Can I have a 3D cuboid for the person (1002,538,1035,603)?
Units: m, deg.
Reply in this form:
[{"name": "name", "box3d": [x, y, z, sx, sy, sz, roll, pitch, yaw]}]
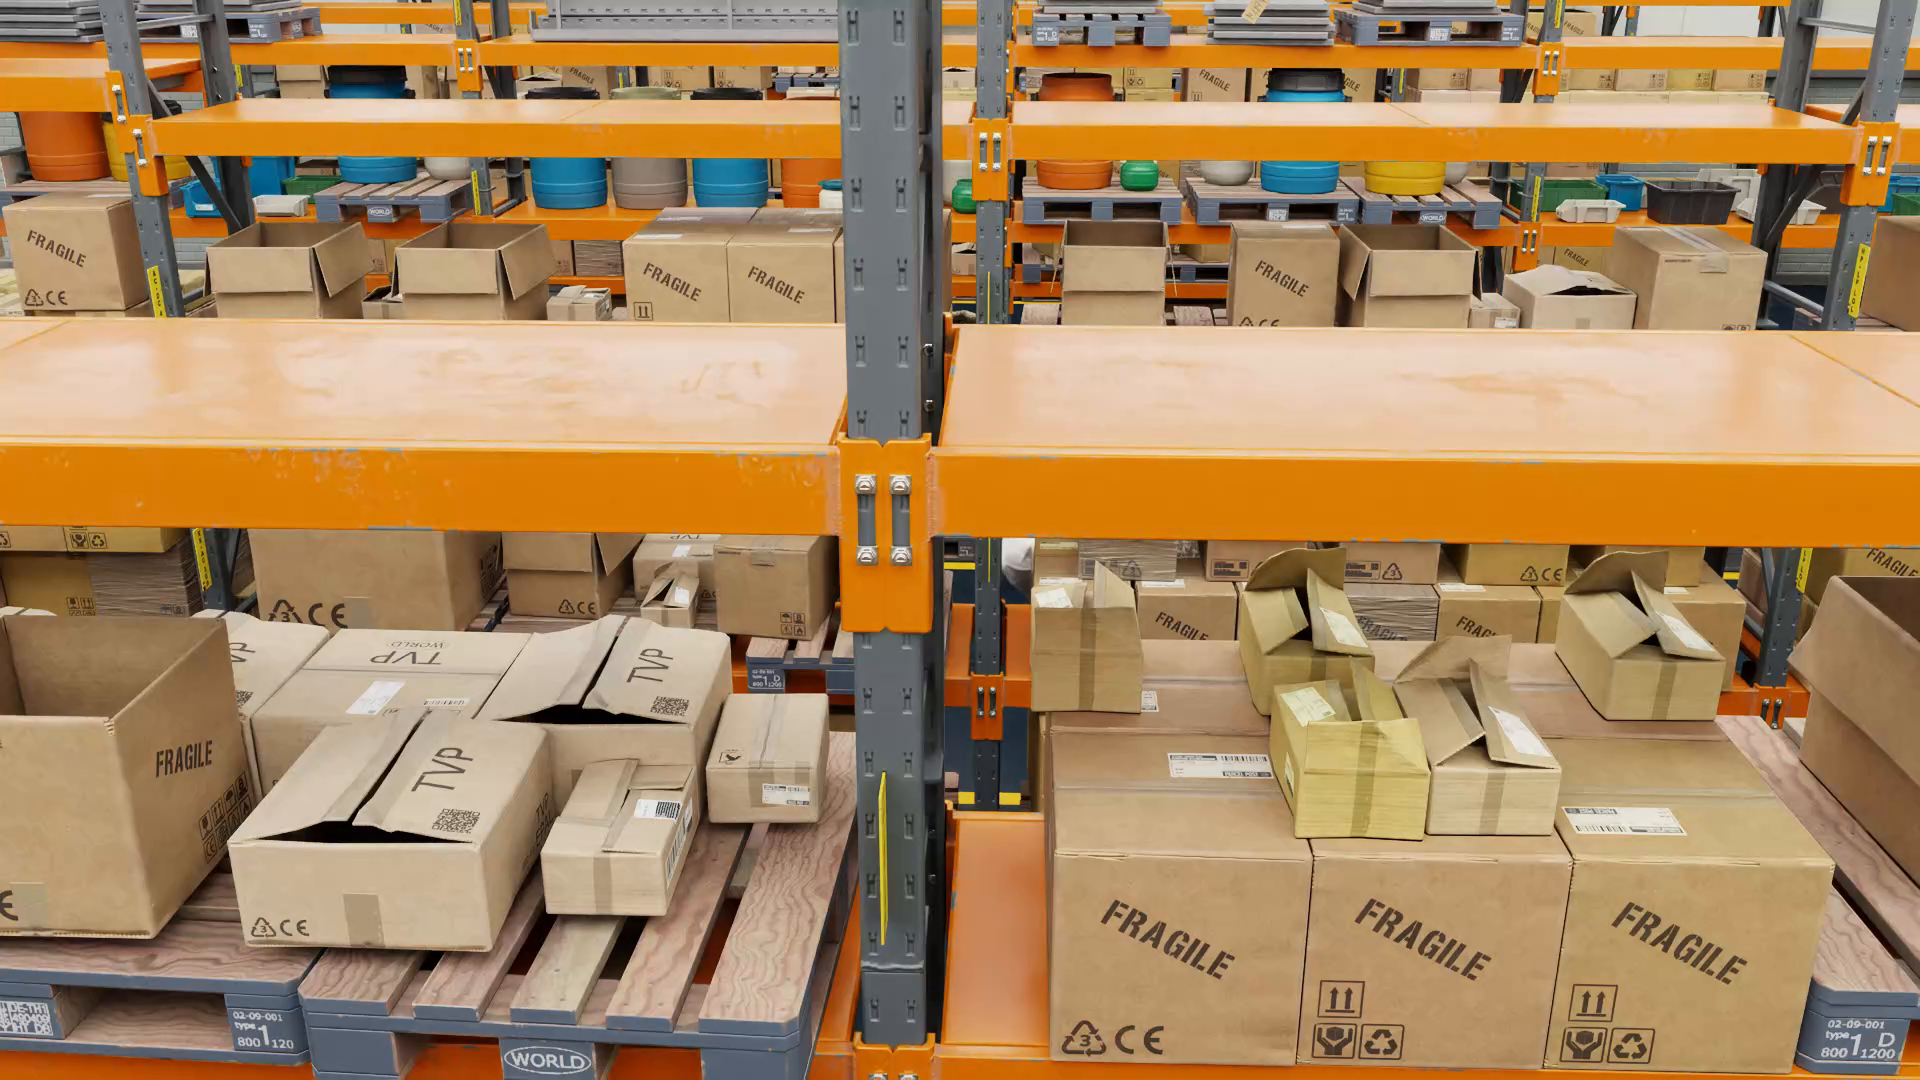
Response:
[{"name": "person", "box3d": [0.765, 0.328, 11.621, 0.979, 1.201, 0.488, 0, 21, -1]}]
